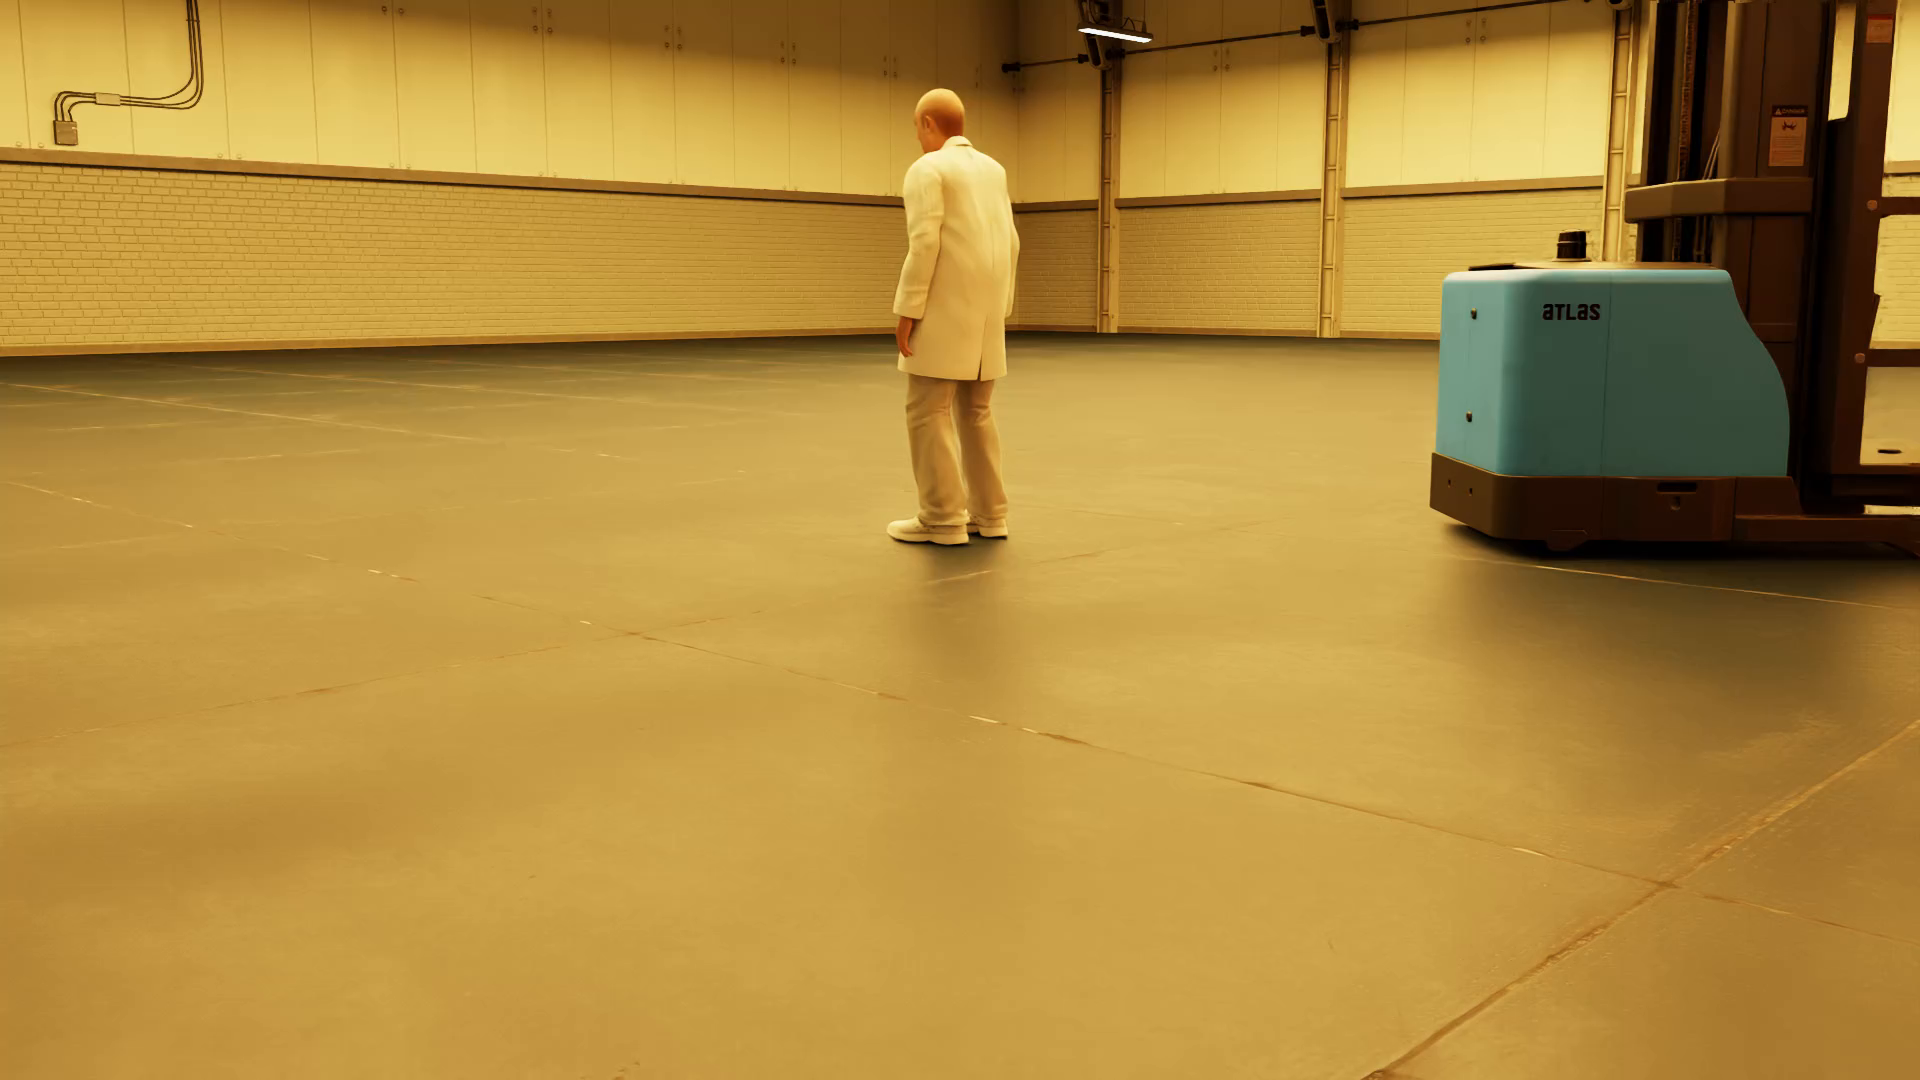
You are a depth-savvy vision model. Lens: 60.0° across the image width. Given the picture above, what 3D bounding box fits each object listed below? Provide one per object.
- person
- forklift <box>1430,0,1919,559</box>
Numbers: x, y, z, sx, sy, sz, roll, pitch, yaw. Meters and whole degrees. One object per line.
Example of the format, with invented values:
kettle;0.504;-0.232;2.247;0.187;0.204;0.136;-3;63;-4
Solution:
person;-0.029;-0.879;6.600;0.431;1.773;0.644;8;11;41
forklift;3.536;-1.453;6.521;3.031;2.935;1.130;0;9;0
